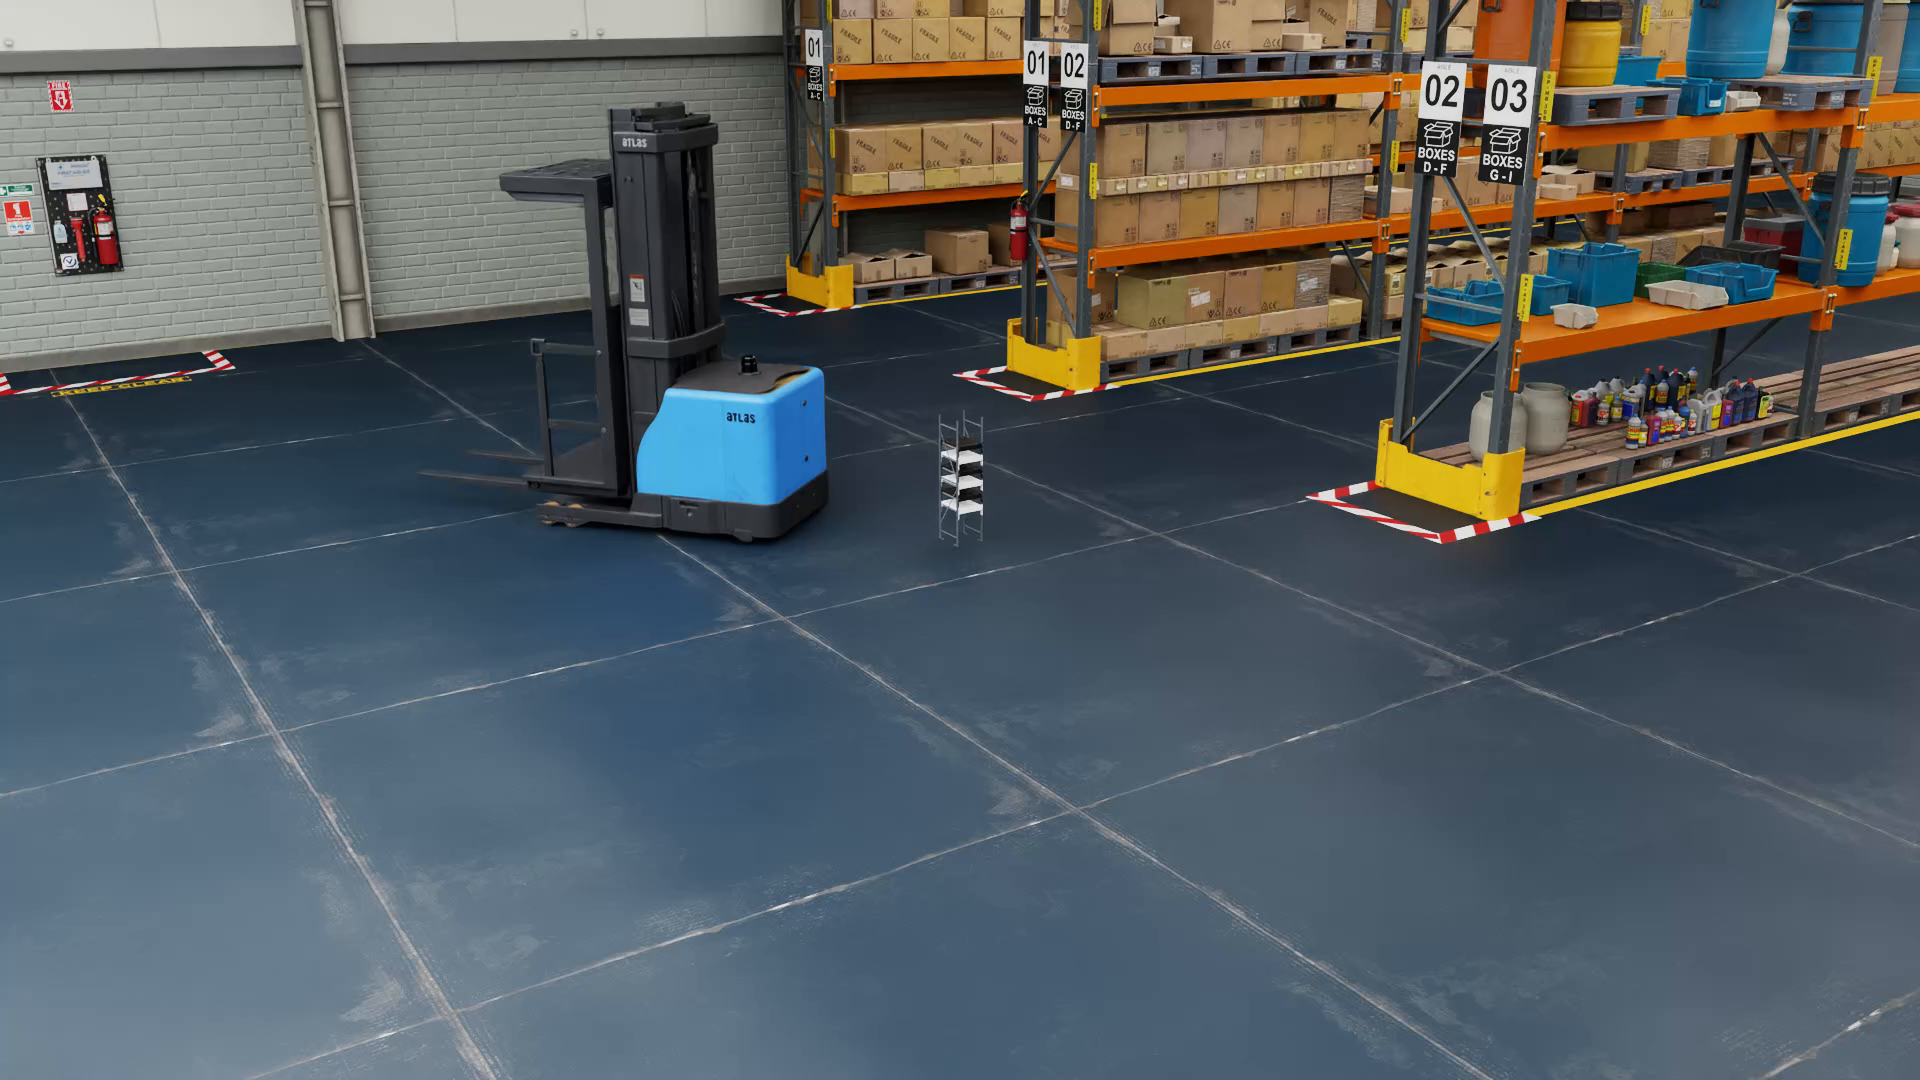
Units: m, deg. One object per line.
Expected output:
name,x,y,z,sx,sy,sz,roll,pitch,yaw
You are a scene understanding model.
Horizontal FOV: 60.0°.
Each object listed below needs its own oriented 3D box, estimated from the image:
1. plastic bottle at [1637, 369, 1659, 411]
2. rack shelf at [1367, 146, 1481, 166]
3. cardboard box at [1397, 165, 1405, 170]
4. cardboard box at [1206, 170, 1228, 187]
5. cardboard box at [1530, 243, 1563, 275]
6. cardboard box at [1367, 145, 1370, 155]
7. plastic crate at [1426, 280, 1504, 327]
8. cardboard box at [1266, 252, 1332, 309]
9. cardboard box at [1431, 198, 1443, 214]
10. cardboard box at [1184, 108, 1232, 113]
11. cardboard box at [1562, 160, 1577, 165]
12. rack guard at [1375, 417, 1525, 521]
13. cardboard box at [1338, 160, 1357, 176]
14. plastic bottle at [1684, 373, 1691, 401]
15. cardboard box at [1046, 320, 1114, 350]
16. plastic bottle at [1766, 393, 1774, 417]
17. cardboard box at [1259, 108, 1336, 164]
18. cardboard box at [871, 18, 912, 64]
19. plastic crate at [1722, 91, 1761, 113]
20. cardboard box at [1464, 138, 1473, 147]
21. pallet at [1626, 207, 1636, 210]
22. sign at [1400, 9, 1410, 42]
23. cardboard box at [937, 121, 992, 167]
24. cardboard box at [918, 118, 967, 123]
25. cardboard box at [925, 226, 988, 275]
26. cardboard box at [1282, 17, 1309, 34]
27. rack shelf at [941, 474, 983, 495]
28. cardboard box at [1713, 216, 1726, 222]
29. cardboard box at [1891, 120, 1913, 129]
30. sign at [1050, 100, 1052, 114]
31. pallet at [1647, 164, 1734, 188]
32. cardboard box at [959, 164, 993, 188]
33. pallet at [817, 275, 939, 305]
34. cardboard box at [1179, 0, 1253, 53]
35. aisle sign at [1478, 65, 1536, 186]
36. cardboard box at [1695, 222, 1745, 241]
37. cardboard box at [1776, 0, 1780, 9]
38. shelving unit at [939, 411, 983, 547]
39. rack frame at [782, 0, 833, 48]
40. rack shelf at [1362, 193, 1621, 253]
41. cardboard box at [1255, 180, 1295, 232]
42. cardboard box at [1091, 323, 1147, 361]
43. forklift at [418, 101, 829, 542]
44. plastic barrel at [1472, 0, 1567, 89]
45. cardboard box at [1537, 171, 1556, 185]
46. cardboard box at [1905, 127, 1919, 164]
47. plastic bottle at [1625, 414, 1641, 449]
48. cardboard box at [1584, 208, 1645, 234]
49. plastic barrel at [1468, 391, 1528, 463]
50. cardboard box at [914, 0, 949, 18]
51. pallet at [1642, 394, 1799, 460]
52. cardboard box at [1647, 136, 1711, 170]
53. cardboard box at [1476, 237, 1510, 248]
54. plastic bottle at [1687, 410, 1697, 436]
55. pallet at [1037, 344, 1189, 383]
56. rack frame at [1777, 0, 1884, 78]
plastic bottle,5.940,-1.307,14.377,0.185,0.351,0.144,-13,23,-34
rack shelf,6.562,-5.784,25.294,4.000,0.370,1.077,-12,22,-31
cardboard box,7.020,-5.351,25.591,0.750,0.750,0.750,-11,22,-30
cardboard box,2.458,-3.633,16.638,0.250,0.149,0.380,-12,22,-32
cardboard box,6.887,-3.359,19.759,0.500,0.311,0.500,-12,22,-32
cardboard box,5.778,-5.725,24.358,0.250,0.149,0.380,-11,22,-30
plastic crate,3.912,-1.811,12.652,0.616,0.251,0.499,-12,22,-31
cardboard box,3.587,-2.770,17.722,0.500,0.500,0.500,-12,22,-31
cardboard box,5.131,-3.726,18.475,0.250,0.149,0.380,-12,22,-31
cardboard box,3.476,-5.718,23.131,0.500,0.500,0.700,-12,22,-31
cardboard box,10.194,-6.251,27.786,0.250,0.149,0.380,-12,22,-31
rack guard,3.697,-0.555,12.607,0.348,0.500,1.175,-12,22,-31
cardboard box,3.962,-3.950,17.577,0.250,0.149,0.380,-12,22,-33
plastic bottle,6.296,-1.308,14.486,0.133,0.283,0.061,-12,22,-31
cardboard box,1.223,-2.109,16.937,0.500,0.250,0.500,-12,22,-31
plastic bottle,6.868,-1.154,14.156,0.097,0.201,0.097,0,19,0
cardboard box,3.490,-4.237,17.411,0.500,0.500,0.700,-12,22,-32
cardboard box,-0.905,-5.919,19.697,0.500,0.500,0.500,-10,21,-28
plastic crate,5.881,-3.323,12.620,0.396,0.136,0.243,-12,22,-31
cardboard box,7.667,-6.148,25.608,0.250,0.149,0.380,-11,22,-30
pallet,10.948,-5.699,28.273,1.213,0.211,1.003,-12,22,-31
sign,4.585,-5.299,17.121,0.005,0.325,0.100,-12,22,-31
cardboard box,0.052,-4.929,20.672,0.500,0.500,0.500,-11,22,-30
cardboard box,-0.237,-5.064,21.073,0.500,0.500,0.500,-12,22,-31
cardboard box,-0.046,-3.702,21.227,0.500,0.500,0.700,-14,23,-35
cardboard box,3.262,-5.275,17.244,0.500,0.311,0.500,-13,23,-34
rack shelf,0.007,-0.396,11.616,0.200,0.077,0.258,-12,22,-31
cardboard box,9.983,-4.060,22.287,0.500,0.500,0.500,-12,22,-31
cardboard box,12.799,-5.954,22.956,0.500,0.500,0.500,-11,22,-30
sign,1.243,-5.764,22.304,0.005,0.325,0.100,-12,22,-31
pallet,9.241,-4.701,21.267,1.213,0.211,1.003,-12,22,-31
cardboard box,0.070,-4.575,20.796,0.500,0.250,0.500,-12,22,-31
pallet,-1.028,-3.190,20.850,1.213,0.211,1.003,-12,22,-31
cardboard box,2.475,-4.992,16.114,0.500,0.500,0.500,-12,22,-31
aisle sign,3.760,-2.854,11.445,0.004,0.787,0.394,-12,22,-31
cardboard box,9.869,-3.841,21.637,0.500,0.500,0.500,-12,22,-31
cardboard box,9.953,-6.675,21.153,0.600,0.600,0.600,-12,22,-32
shelving unit,0.007,-0.428,11.605,0.210,0.900,0.258,-12,22,-31
rack frame,-1.790,-7.206,19.008,0.127,3.000,1.000,-12,22,-31
rack shelf,5.949,-3.755,19.292,4.000,0.370,1.077,-12,22,-31
cardboard box,3.053,-3.529,17.345,0.500,0.500,0.700,-12,22,-31
cardboard box,1.508,-1.971,16.528,0.500,0.250,0.500,-12,22,-31
forklift,-2.552,-1.633,11.998,3.031,2.935,1.130,6,20,17
plastic barrel,3.995,-3.657,11.867,0.708,0.830,0.600,-12,22,-31
cardboard box,6.766,-4.300,19.921,0.500,0.311,0.500,-12,22,-32
cardboard box,13.225,-5.574,23.394,0.500,0.500,0.500,-12,22,-31
plastic bottle,5.345,-0.866,13.195,0.097,0.271,0.097,0,19,0
cardboard box,8.316,-4.066,21.135,0.500,0.250,0.500,-11,22,-29
plastic barrel,4.167,-0.870,12.865,0.421,0.512,0.421,0,19,0
cardboard box,-0.466,-6.486,19.814,0.500,0.500,0.500,-11,22,-30
pallet,6.416,-0.990,14.344,1.213,0.211,1.003,-12,22,-31
cardboard box,8.952,-4.946,20.879,0.500,0.500,0.700,-8,20,-21
cardboard box,6.586,-3.502,20.182,0.500,0.311,0.500,-13,22,-33
plastic bottle,5.969,-0.964,13.595,0.097,0.201,0.097,0,19,0
pallet,1.553,-1.864,16.929,1.213,0.211,1.003,-12,22,-31
rack frame,7.000,-5.260,13.253,0.127,3.000,1.000,-12,22,-31
